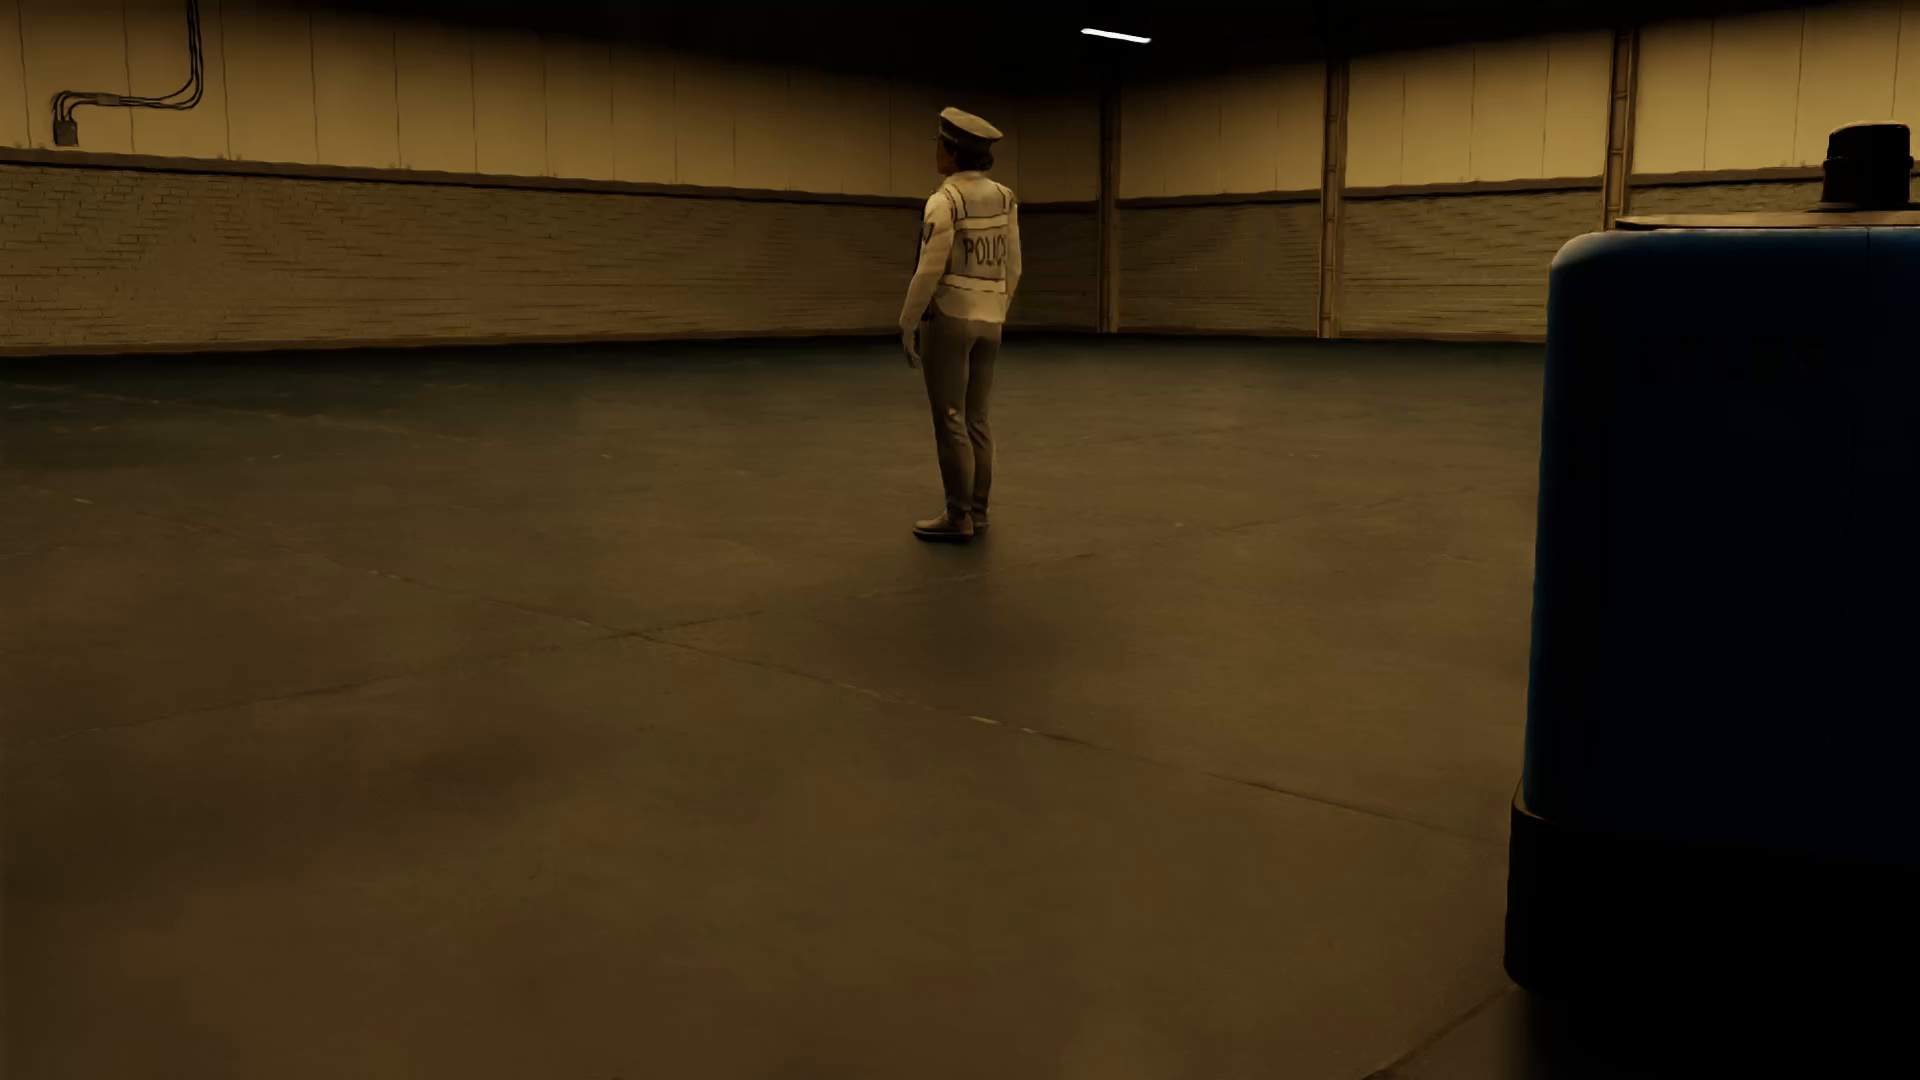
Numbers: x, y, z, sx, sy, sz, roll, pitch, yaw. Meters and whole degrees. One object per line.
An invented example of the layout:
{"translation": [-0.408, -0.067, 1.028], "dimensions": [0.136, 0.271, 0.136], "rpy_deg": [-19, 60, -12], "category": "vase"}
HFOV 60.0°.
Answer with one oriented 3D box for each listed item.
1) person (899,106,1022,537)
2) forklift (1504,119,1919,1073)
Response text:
{"translation": [-0.044, -0.853, 6.642], "dimensions": [0.533, 1.695, 0.586], "rpy_deg": [8, 12, 43], "category": "person"}
{"translation": [2.312, -0.753, 1.875], "dimensions": [3.031, 2.935, 1.130], "rpy_deg": [4, 9, 24], "category": "forklift"}
